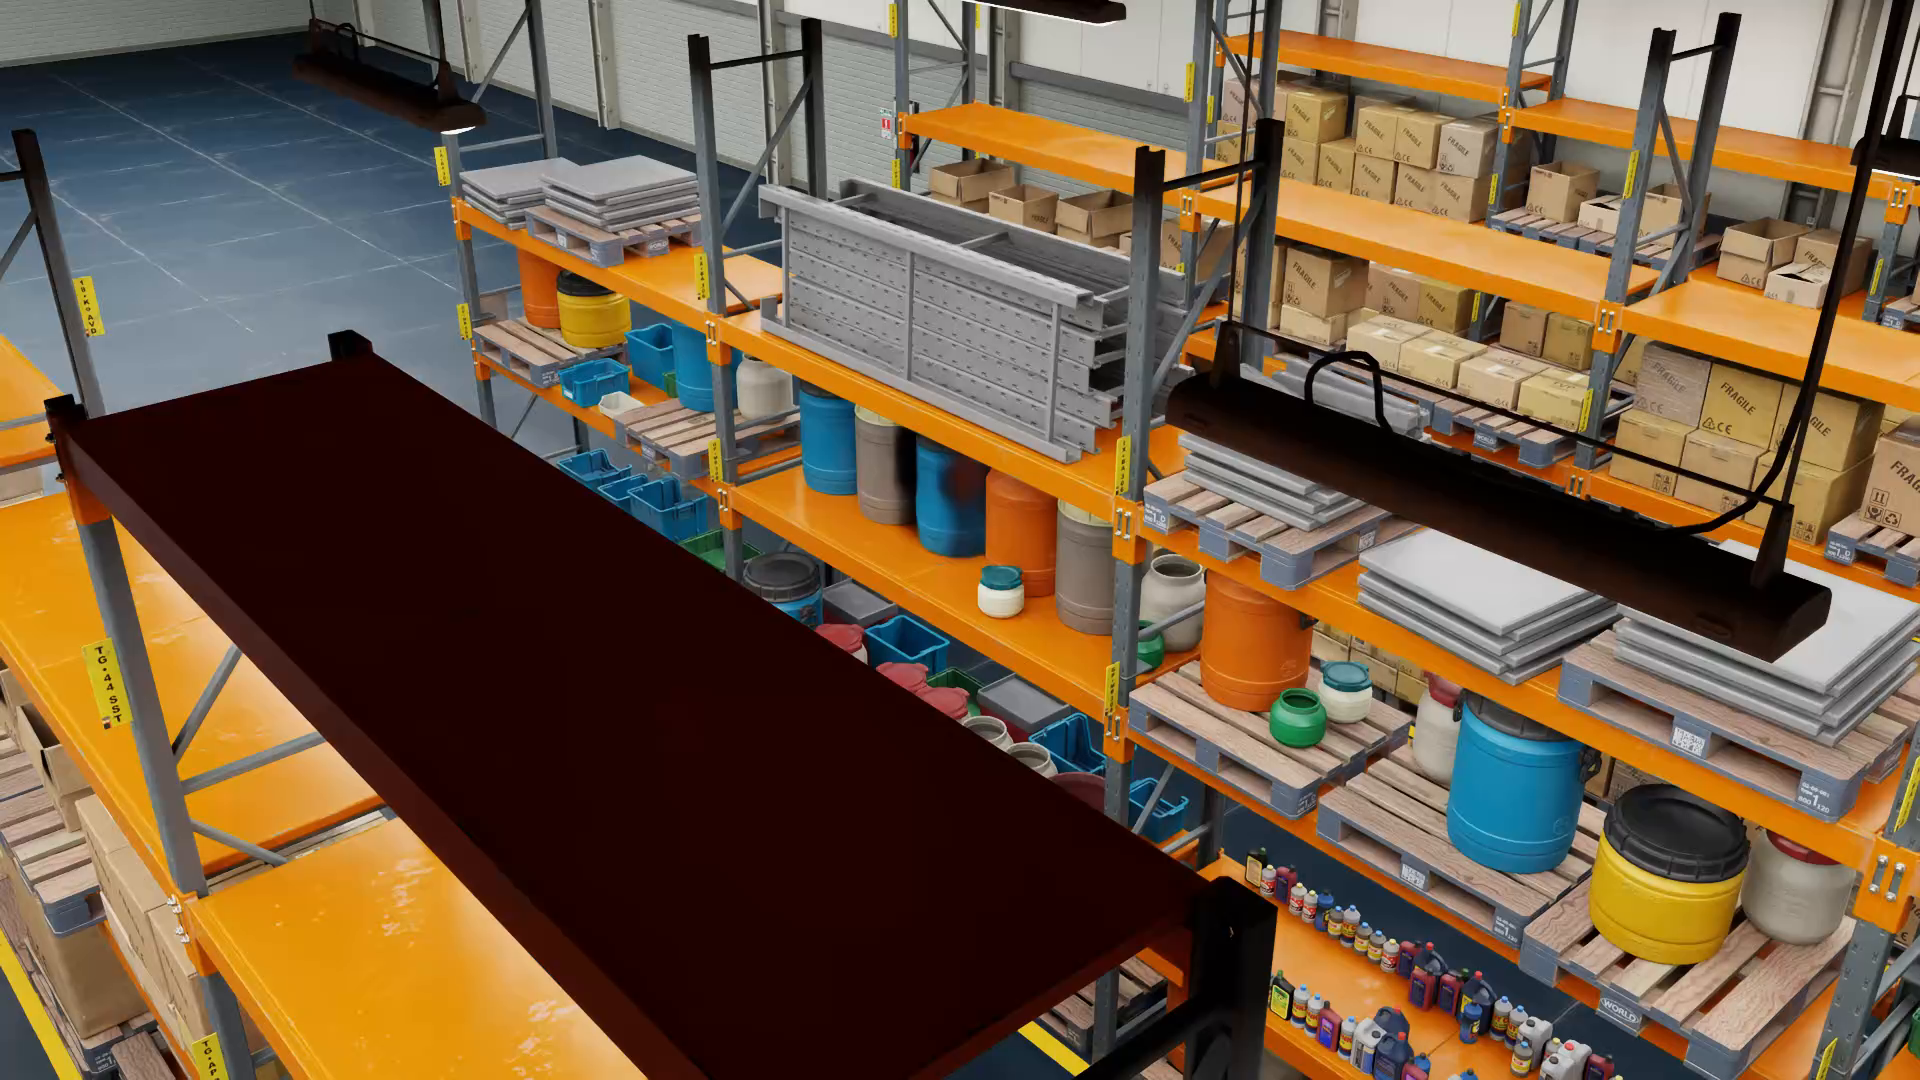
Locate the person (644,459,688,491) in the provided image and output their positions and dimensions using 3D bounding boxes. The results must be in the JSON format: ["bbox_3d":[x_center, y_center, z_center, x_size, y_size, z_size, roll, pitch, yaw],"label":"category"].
[{"bbox_3d":[-3.193,-1.204,17.993,0.668,1.740,0.579,-14,30,-26],"label":"person"}]
